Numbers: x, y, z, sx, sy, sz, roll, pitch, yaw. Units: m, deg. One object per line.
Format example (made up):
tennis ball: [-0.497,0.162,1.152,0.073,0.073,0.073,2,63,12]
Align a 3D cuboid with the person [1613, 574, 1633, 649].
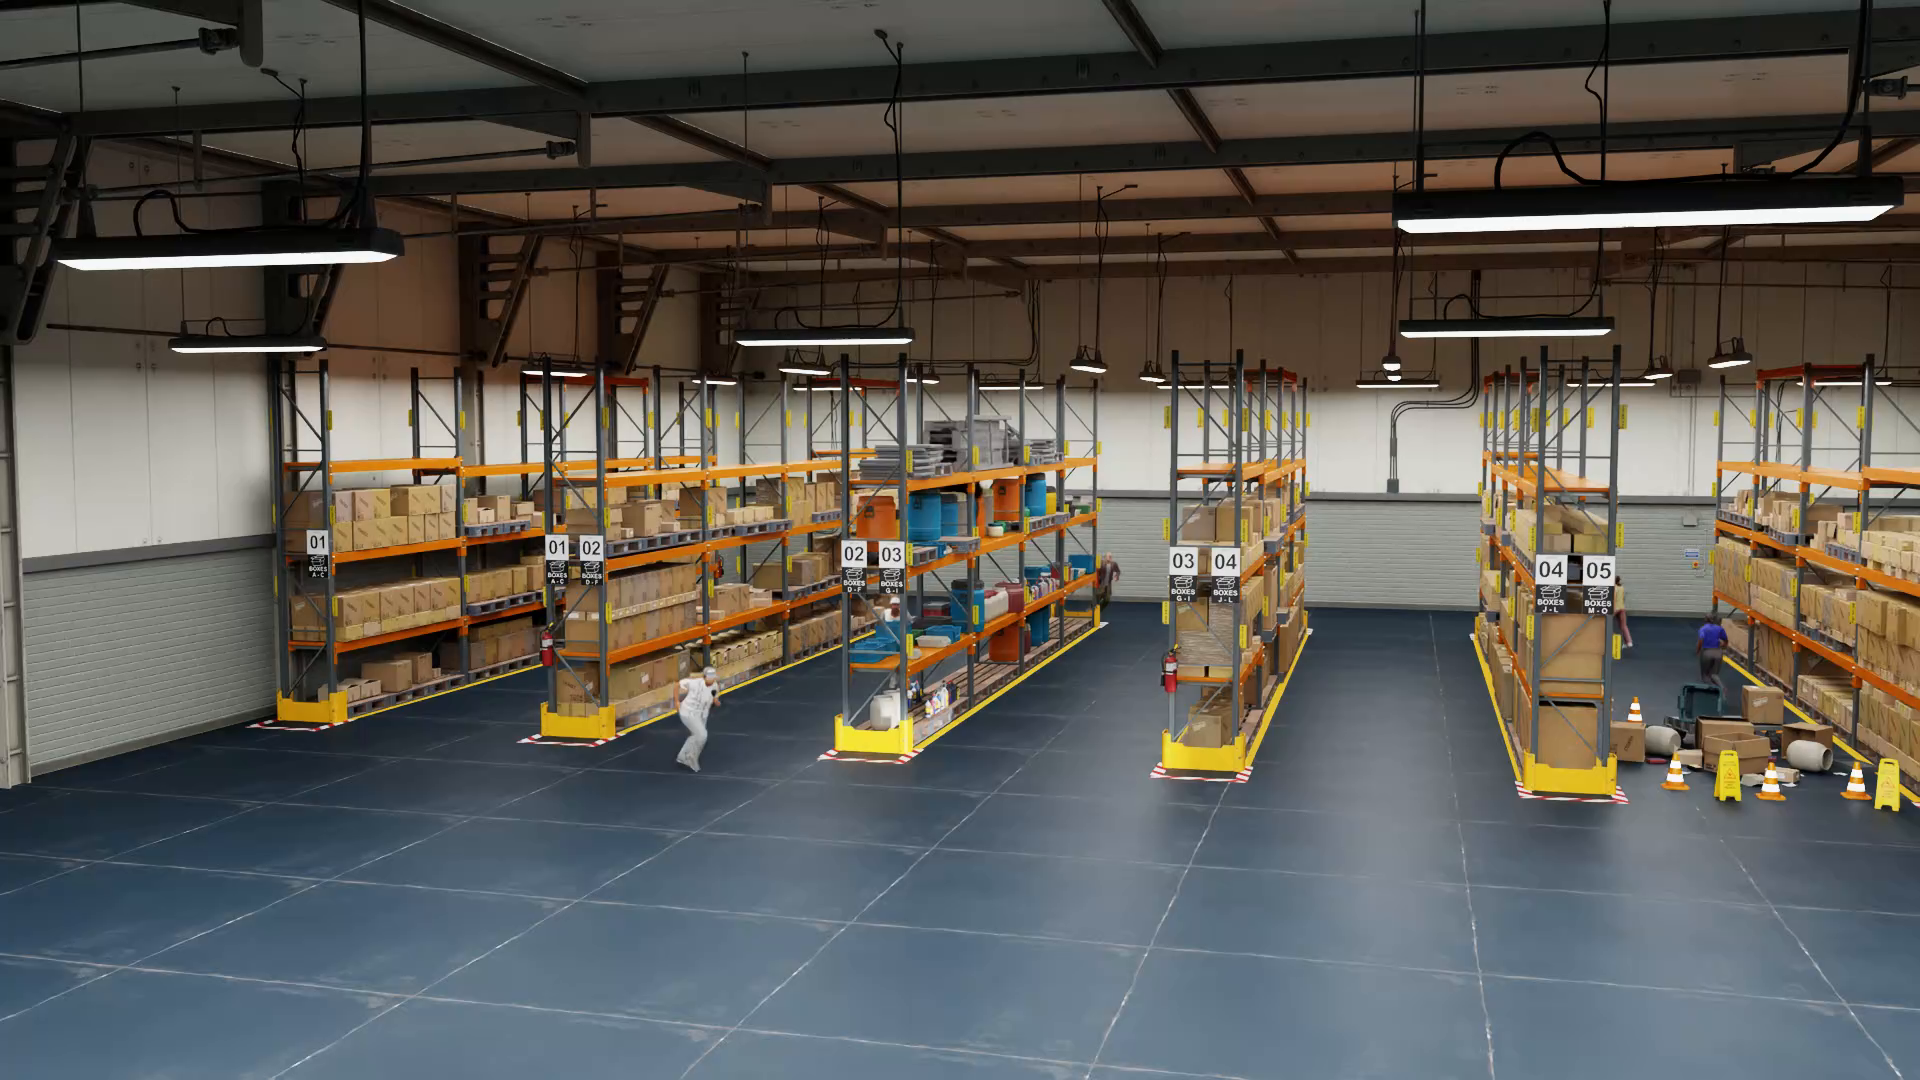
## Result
person: [14.306,1.585,36.125,0.577,1.660,0.929,-1,4,-15]

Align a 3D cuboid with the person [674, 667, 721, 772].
person: [-3.781,2.547,23.708,0.940,1.546,0.642,4,6,42]

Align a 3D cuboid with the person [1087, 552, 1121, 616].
person: [3.680,1.165,42.518,0.909,1.715,0.652,-2,4,-23]

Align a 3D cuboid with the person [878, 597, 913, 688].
person: [-1.208,1.904,31.244,0.682,1.712,0.685,0,4,1]

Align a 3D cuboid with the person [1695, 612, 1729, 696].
person: [13.397,2.092,29.568,0.572,1.602,0.646,0,4,-1]
